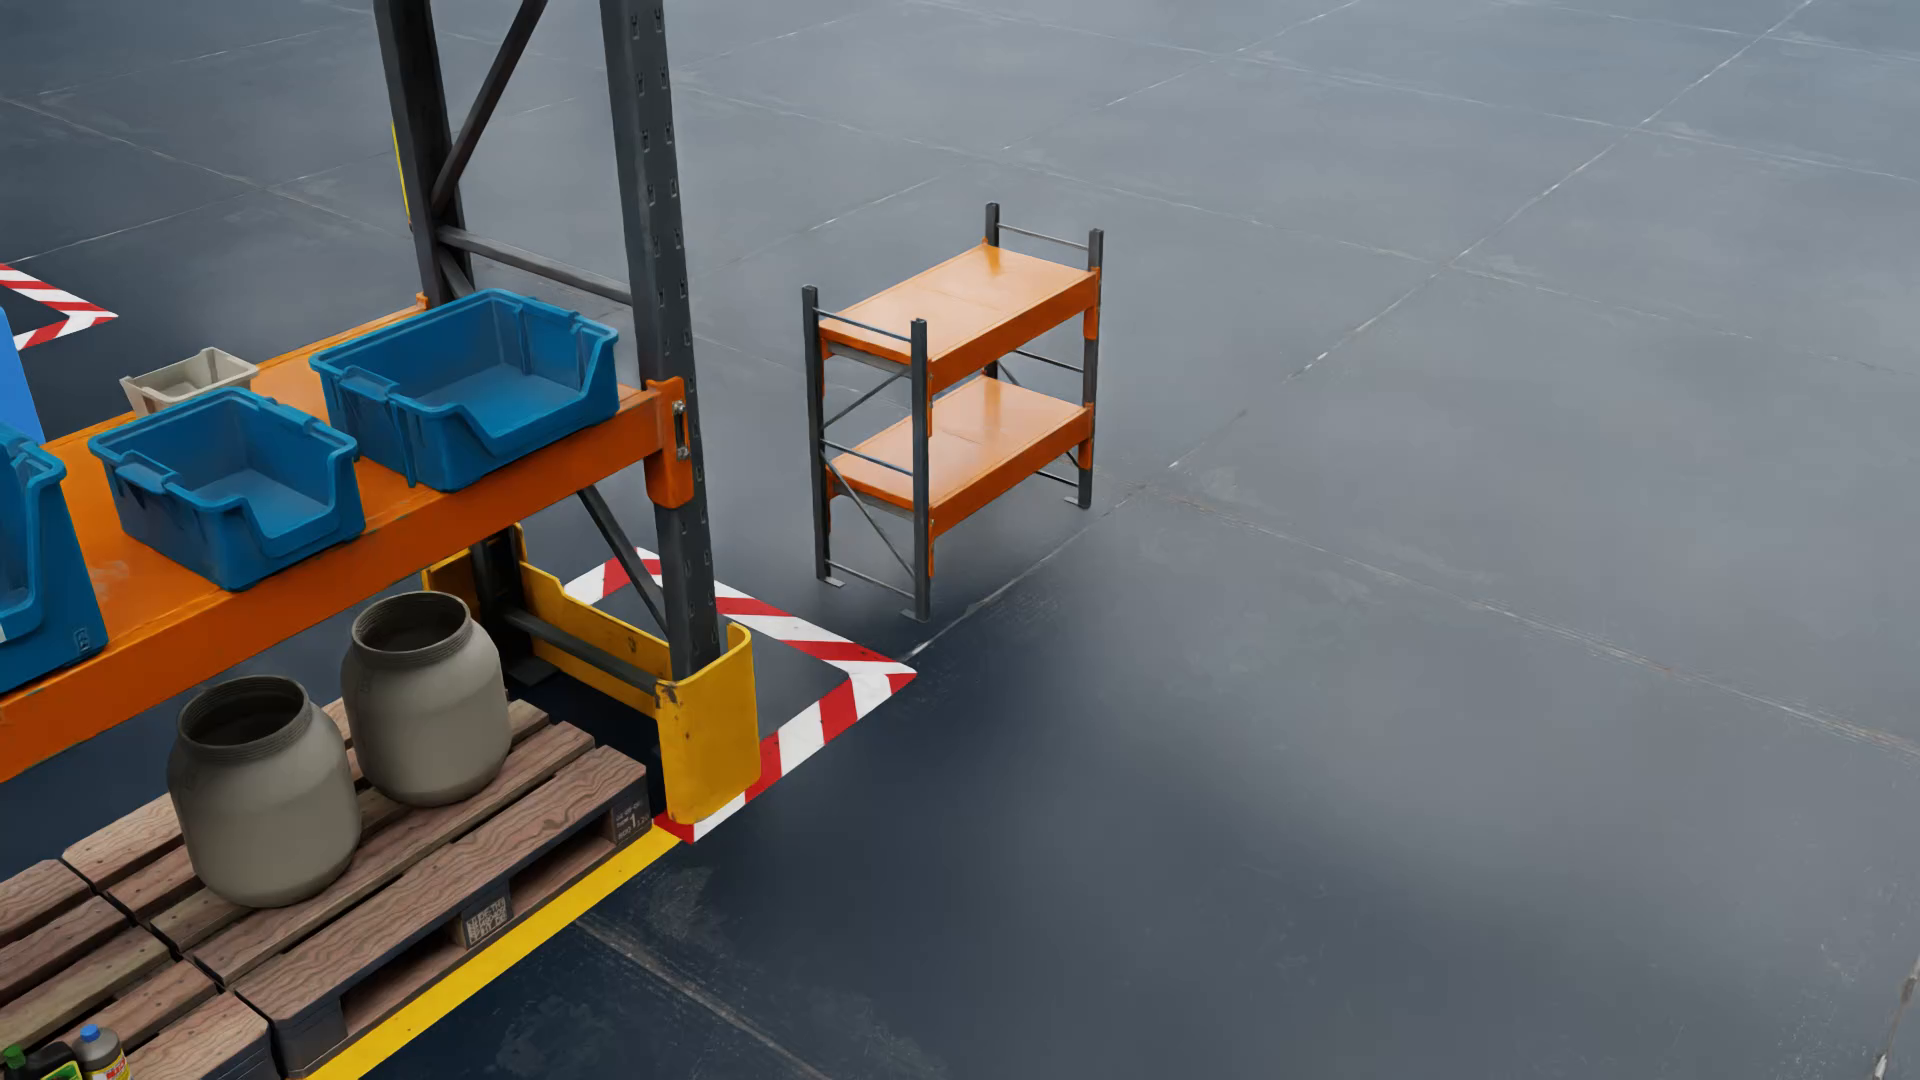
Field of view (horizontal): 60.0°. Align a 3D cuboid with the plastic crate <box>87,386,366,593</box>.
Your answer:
[{"bbox_3d":[-1.599,-0.120,3.657,0.499,0.251,0.408,21,37,31],"label":"plastic crate"}]

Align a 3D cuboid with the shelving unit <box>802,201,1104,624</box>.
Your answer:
[{"bbox_3d":[-0.004,-0.481,5.959,0.538,1.125,1.048,21,37,31],"label":"shelving unit"}]

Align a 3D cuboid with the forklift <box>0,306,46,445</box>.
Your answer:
[{"bbox_3d":[-4.533,-0.749,4.639,3.031,2.935,1.130,-6,31,-11],"label":"forklift"}]

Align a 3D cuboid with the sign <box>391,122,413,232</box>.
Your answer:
[{"bbox_3d":[-1.574,-1.032,4.778,0.100,0.325,0.005,21,37,31],"label":"sign"}]

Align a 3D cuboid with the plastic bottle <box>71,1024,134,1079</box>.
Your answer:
[{"bbox_3d":[-1.898,1.154,3.674,0.097,0.201,0.097,0,31,0],"label":"plastic bottle"}]

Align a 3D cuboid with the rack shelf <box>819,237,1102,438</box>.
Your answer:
[{"bbox_3d":[-0.004,-0.733,5.809,0.538,0.278,1.000,21,37,31],"label":"rack shelf"}]

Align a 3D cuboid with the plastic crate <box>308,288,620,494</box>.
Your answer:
[{"bbox_3d":[-1.202,-0.382,4.099,0.499,0.251,0.616,21,37,31],"label":"plastic crate"}]

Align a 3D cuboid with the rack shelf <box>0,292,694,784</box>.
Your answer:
[{"bbox_3d":[-2.346,0.381,3.371,1.077,0.370,4.000,21,37,31],"label":"rack shelf"}]

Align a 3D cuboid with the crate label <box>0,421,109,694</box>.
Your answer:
[{"bbox_3d":[-2.034,0.074,3.148,0.502,0.435,0.616,21,37,31],"label":"crate label"}]

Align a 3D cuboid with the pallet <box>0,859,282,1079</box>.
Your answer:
[{"bbox_3d":[-2.378,1.325,3.807,1.003,0.211,1.213,21,37,31],"label":"pallet"}]

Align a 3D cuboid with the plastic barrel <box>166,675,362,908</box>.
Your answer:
[{"bbox_3d":[-1.777,0.642,4.252,0.421,0.512,0.421,0,31,0],"label":"plastic barrel"}]

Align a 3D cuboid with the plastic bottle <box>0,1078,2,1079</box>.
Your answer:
[{"bbox_3d":[-2.072,1.216,3.496,0.152,0.276,0.135,21,37,32],"label":"plastic bottle"}]

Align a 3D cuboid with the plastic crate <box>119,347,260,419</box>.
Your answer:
[{"bbox_3d":[-1.935,-0.364,4.180,0.298,0.136,0.250,21,37,31],"label":"plastic crate"}]

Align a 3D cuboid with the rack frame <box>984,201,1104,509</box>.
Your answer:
[{"bbox_3d":[0.303,-0.688,6.307,0.500,1.125,0.032,21,37,31],"label":"rack frame"}]

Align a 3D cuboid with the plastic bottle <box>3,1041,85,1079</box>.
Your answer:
[{"bbox_3d":[-1.954,1.172,3.563,0.061,0.283,0.133,22,37,32],"label":"plastic bottle"}]

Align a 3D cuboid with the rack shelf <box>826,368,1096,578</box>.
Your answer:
[{"bbox_3d":[-0.004,-0.271,6.083,0.538,0.278,1.000,21,37,31],"label":"rack shelf"}]

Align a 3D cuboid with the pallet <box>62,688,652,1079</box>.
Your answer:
[{"bbox_3d":[-1.641,0.832,4.640,1.003,0.211,1.213,21,37,31],"label":"pallet"}]

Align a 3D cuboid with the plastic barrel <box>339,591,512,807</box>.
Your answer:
[{"bbox_3d":[-1.475,0.439,4.596,0.421,0.512,0.421,0,31,0],"label":"plastic barrel"}]

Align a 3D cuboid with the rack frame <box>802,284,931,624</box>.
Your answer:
[{"bbox_3d":[-0.311,-0.275,5.610,0.500,1.125,0.032,21,37,31],"label":"rack frame"}]

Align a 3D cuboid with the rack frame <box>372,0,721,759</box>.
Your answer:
[{"bbox_3d":[-1.138,-0.742,4.560,1.000,3.000,0.127,21,37,31],"label":"rack frame"}]

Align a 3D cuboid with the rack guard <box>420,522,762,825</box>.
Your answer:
[{"bbox_3d":[-1.147,0.379,5.120,1.175,0.500,0.348,21,37,31],"label":"rack guard"}]
